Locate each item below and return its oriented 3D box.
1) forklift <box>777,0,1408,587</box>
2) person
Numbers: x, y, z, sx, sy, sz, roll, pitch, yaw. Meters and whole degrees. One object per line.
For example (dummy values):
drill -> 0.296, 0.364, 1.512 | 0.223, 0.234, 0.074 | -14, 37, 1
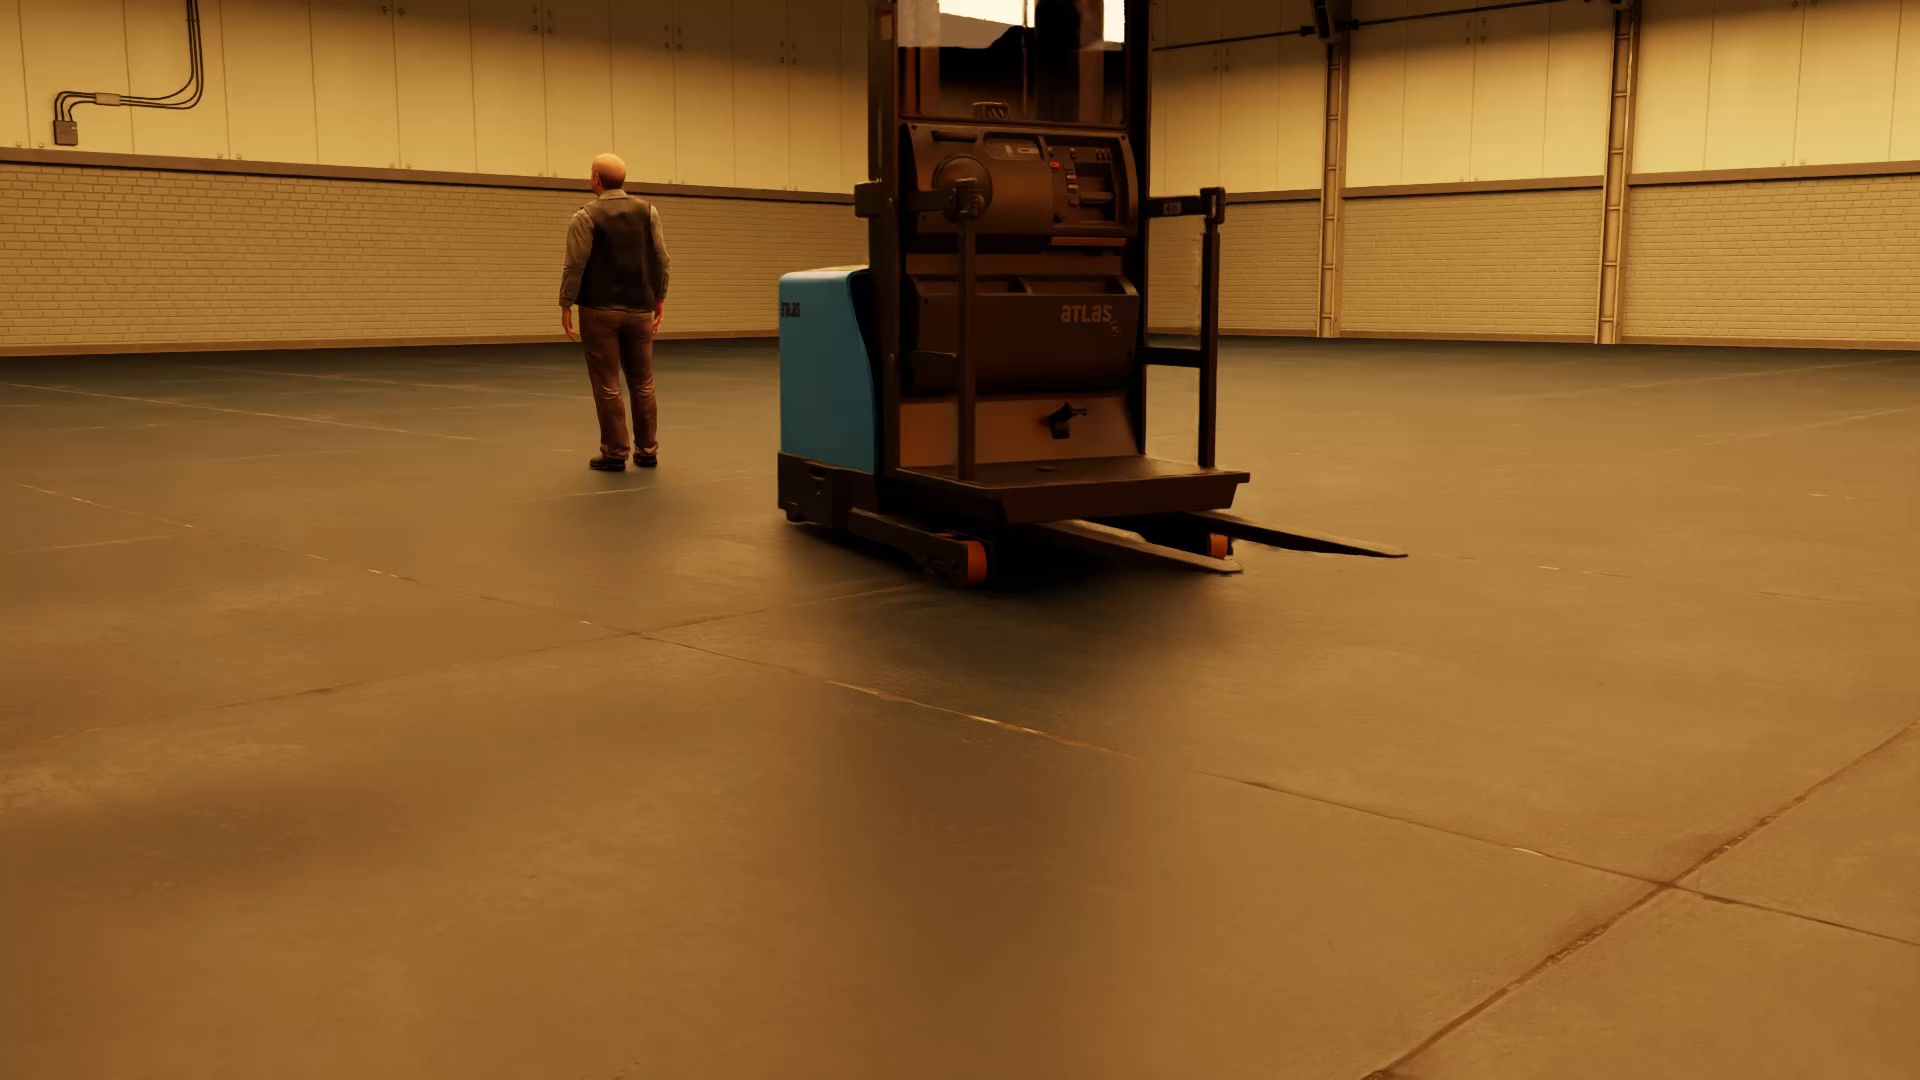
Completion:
forklift -> 0.339, -1.363, 5.926 | 1.130, 2.935, 3.031 | -4, 10, -27
person -> -1.938, -1.257, 9.239 | 0.631, 1.720, 0.568 | -6, 10, -34
